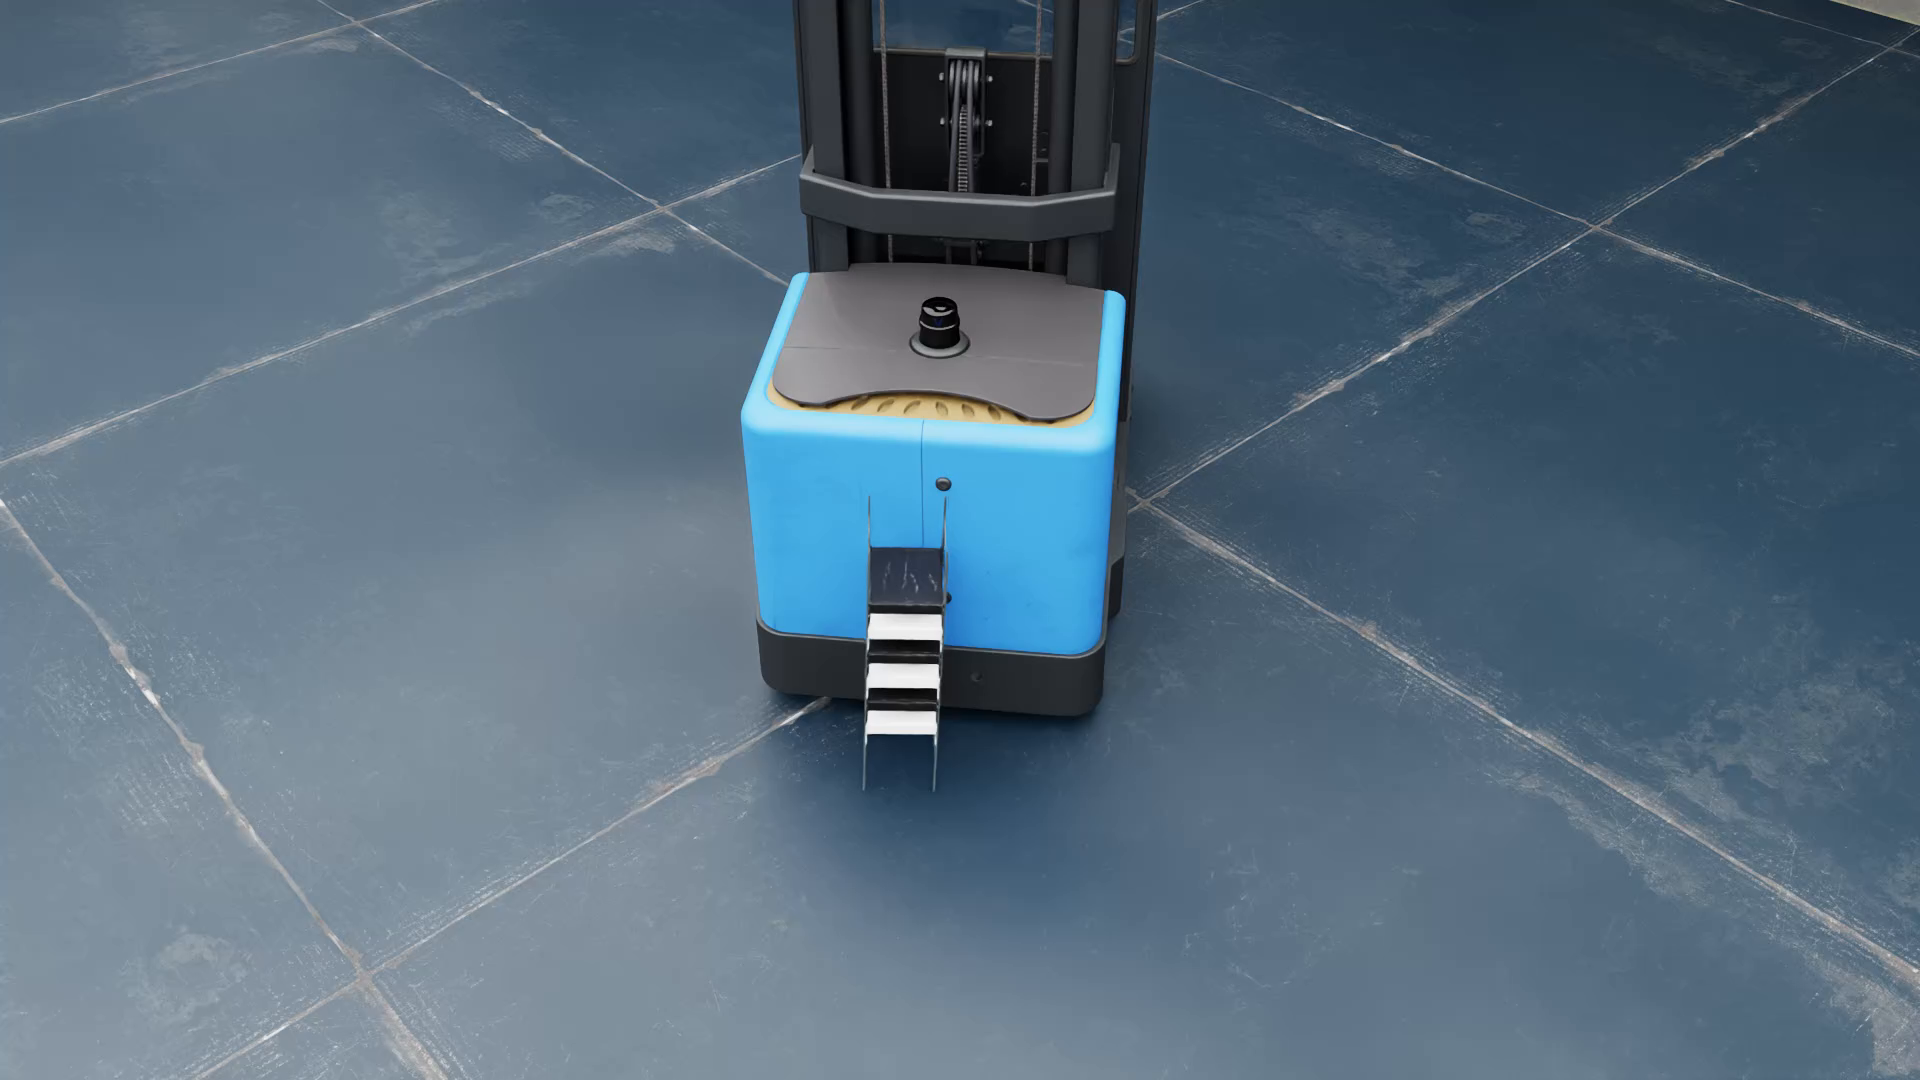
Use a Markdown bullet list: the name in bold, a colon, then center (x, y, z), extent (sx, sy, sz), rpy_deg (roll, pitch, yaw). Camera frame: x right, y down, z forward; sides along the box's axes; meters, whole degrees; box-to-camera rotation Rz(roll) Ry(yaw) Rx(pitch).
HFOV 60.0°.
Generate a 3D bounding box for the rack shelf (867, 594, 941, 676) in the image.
- **rack shelf**: center (-0.156, 0.262, 4.612), extent (0.200, 0.077, 0.258), rpy_deg (1, 39, -3)

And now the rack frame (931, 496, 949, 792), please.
- **rack frame**: center (-0.057, 0.308, 4.653), extent (0.006, 0.900, 0.240), rpy_deg (1, 39, -3)

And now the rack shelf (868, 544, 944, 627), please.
- **rack shelf**: center (-0.147, 0.121, 4.499), extent (0.200, 0.077, 0.258), rpy_deg (1, 39, -3)

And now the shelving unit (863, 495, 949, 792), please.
- **shelving unit**: center (-0.159, 0.306, 4.648), extent (0.210, 0.900, 0.258), rpy_deg (1, 39, -3)

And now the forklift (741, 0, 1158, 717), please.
- **forklift**: center (0.073, -1.531, 5.313), extent (1.130, 2.935, 3.031), rpy_deg (4, 39, 5)

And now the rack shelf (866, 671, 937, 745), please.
- **rack shelf**: center (-0.170, 0.472, 4.781), extent (0.200, 0.077, 0.258), rpy_deg (1, 39, -3)

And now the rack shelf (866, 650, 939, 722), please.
- **rack shelf**: center (-0.165, 0.402, 4.725), extent (0.200, 0.077, 0.258), rpy_deg (1, 39, -3)

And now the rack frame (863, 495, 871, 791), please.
- **rack frame**: center (-0.260, 0.304, 4.642), extent (0.006, 0.900, 0.240), rpy_deg (1, 39, -3)

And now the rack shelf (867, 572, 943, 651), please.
- **rack shelf**: center (-0.152, 0.192, 4.556), extent (0.200, 0.077, 0.258), rpy_deg (1, 39, -3)

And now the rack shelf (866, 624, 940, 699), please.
- **rack shelf**: center (-0.161, 0.332, 4.669), extent (0.200, 0.077, 0.258), rpy_deg (1, 39, -3)
